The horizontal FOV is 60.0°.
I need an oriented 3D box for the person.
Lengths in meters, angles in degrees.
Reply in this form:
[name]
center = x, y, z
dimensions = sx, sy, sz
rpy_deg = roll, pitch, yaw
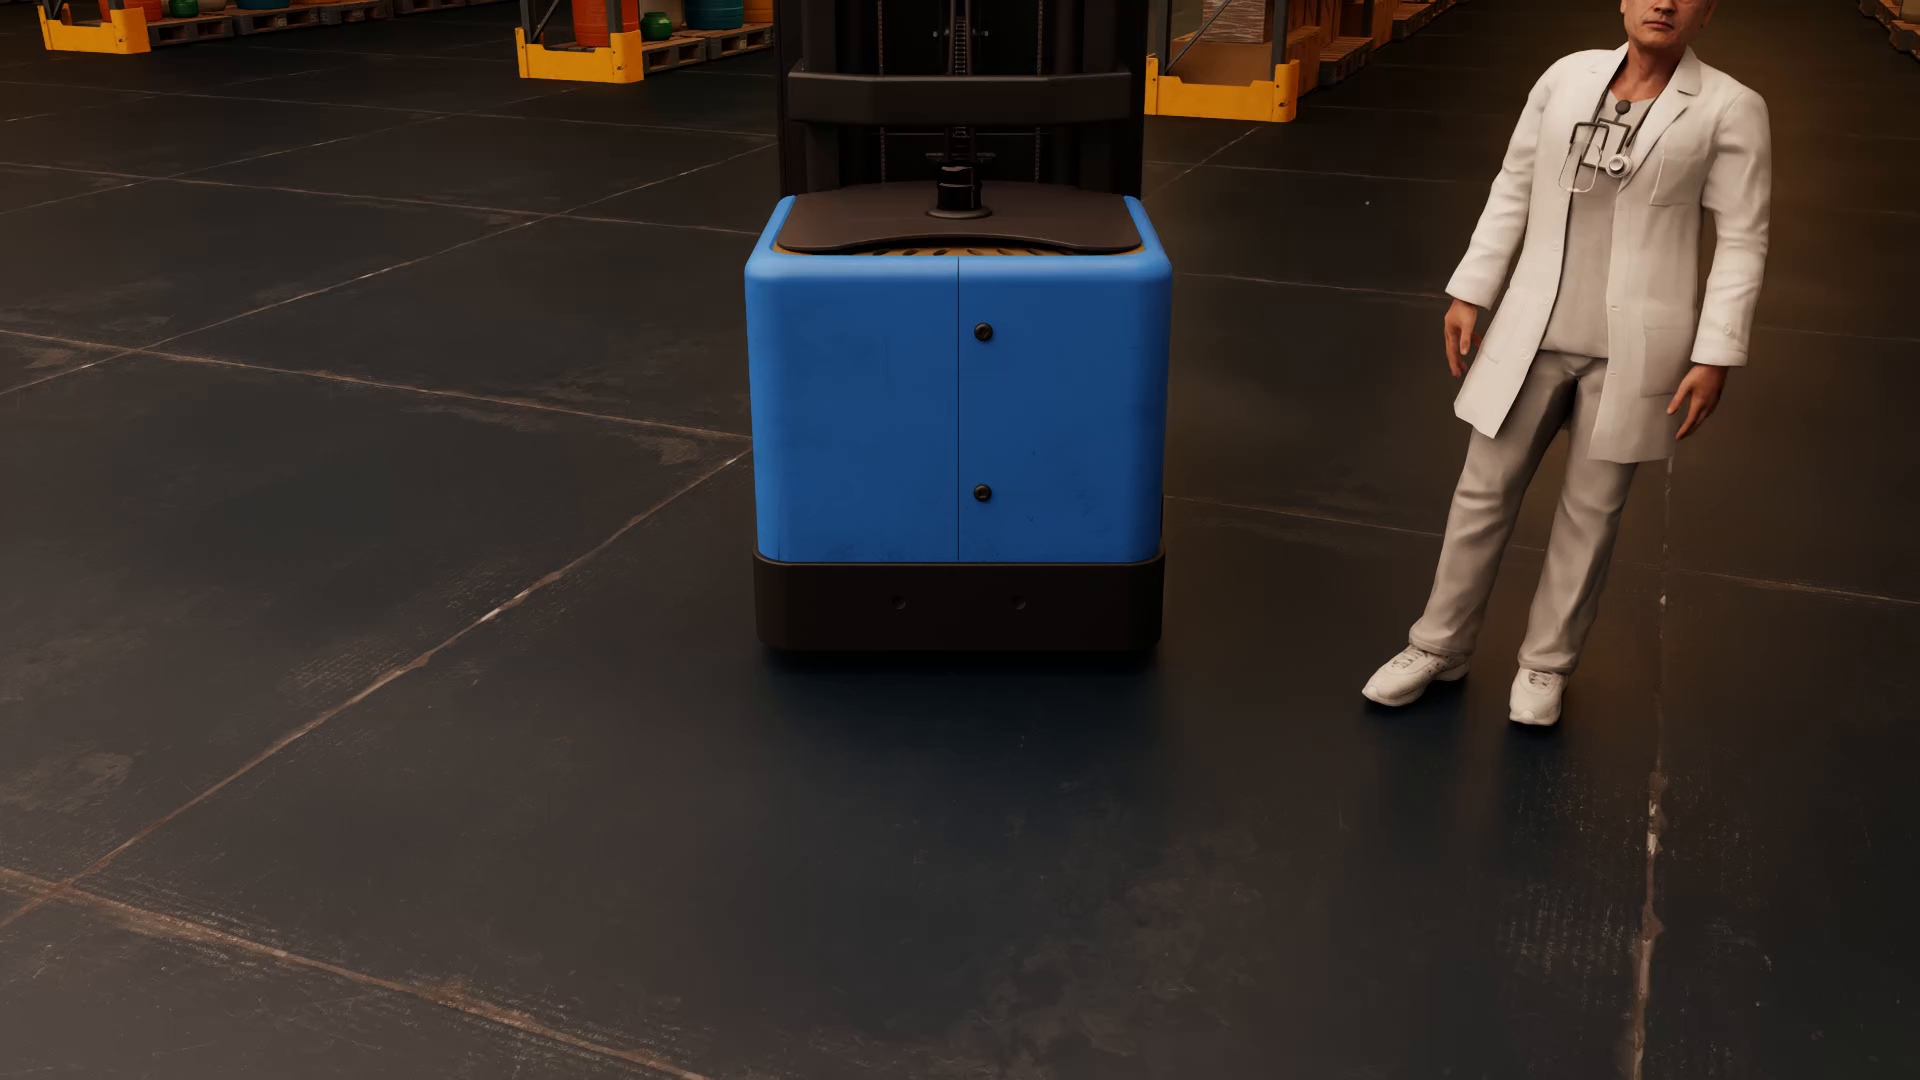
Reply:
[person]
center = 1.400, -0.424, 3.783
dimensions = 0.694, 1.776, 0.581
rpy_deg = 17, 28, 35

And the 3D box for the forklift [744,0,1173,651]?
[forklift]
center = 0.002, -1.587, 5.089
dimensions = 1.130, 2.935, 3.031
rpy_deg = 0, 23, 0
